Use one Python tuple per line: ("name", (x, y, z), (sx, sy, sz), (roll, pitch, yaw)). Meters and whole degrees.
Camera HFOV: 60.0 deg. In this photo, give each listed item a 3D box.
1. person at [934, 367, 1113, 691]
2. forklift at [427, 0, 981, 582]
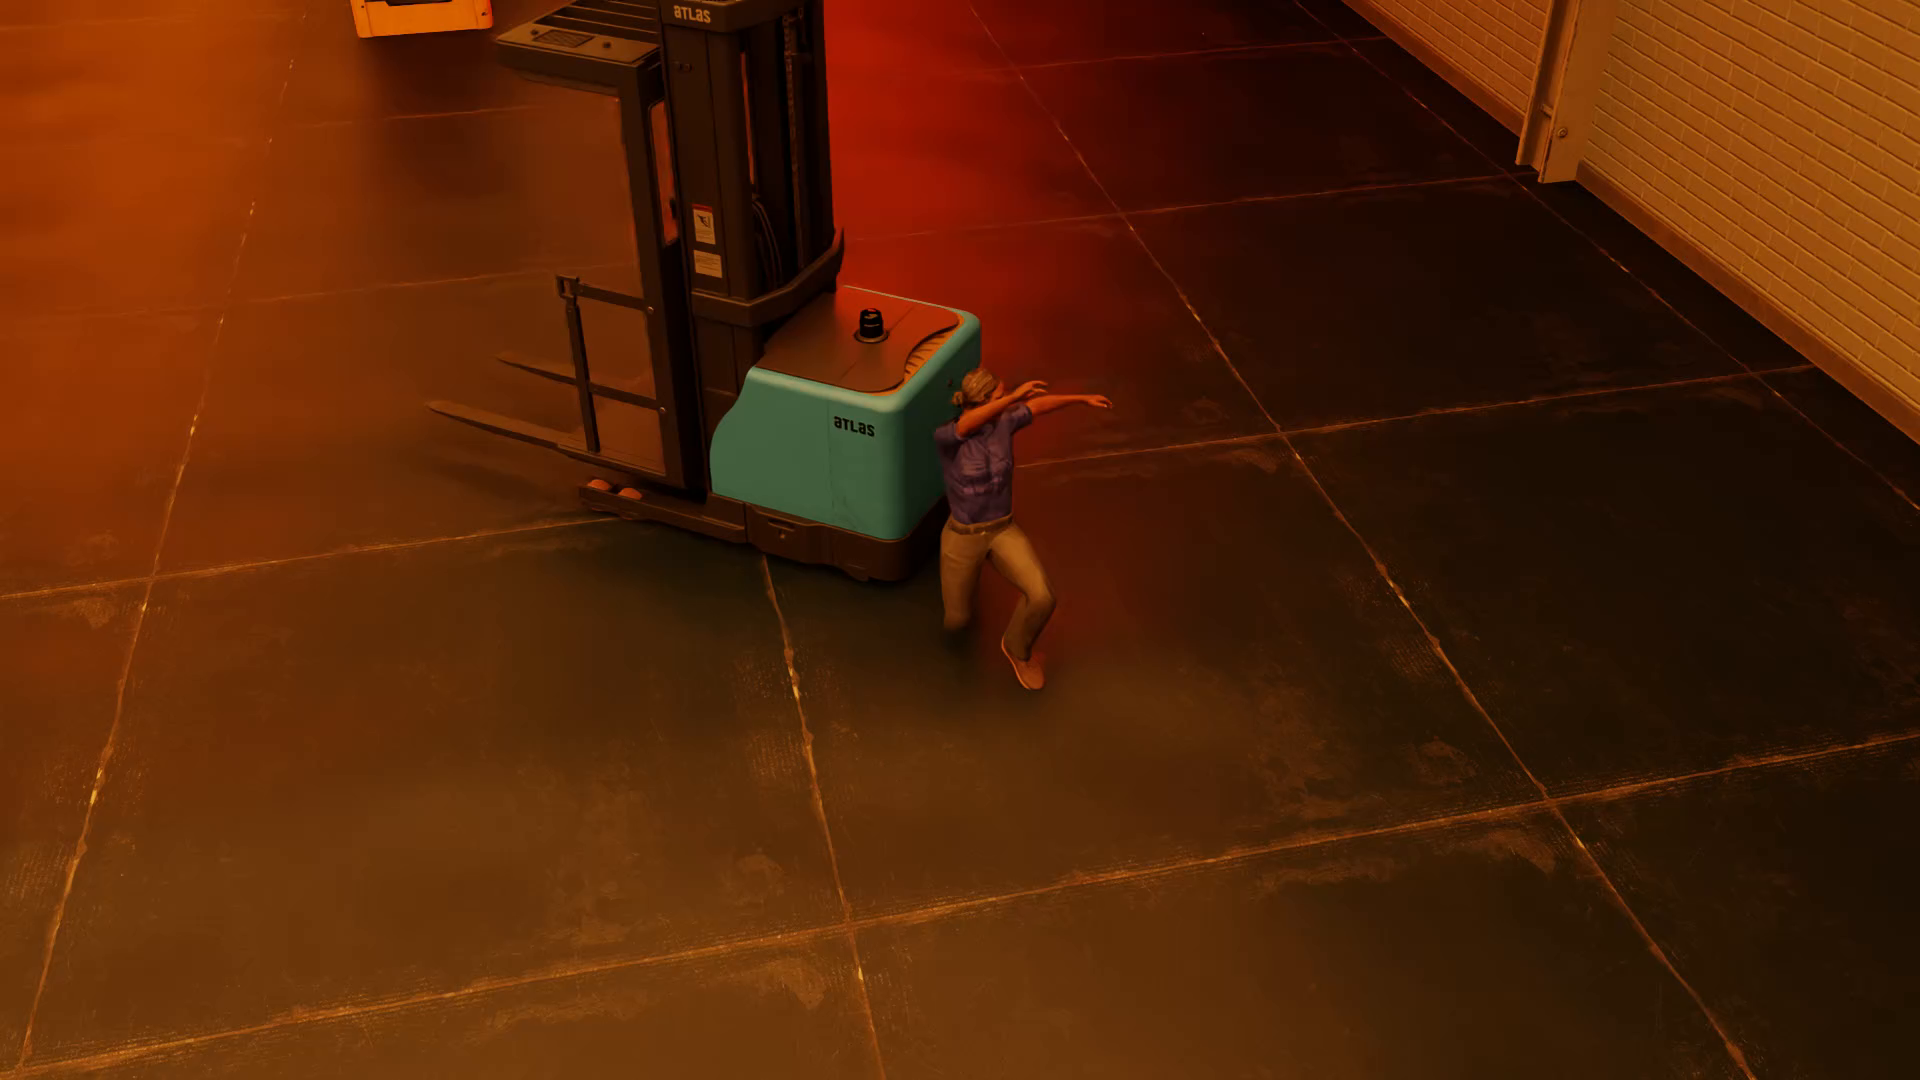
("person", (0.378, -0.118, 7.525), (1.002, 1.441, 0.841), (-14, 38, -19))
("forklift", (-1.441, -1.556, 8.213), (3.031, 2.935, 1.130), (15, 38, 20))
